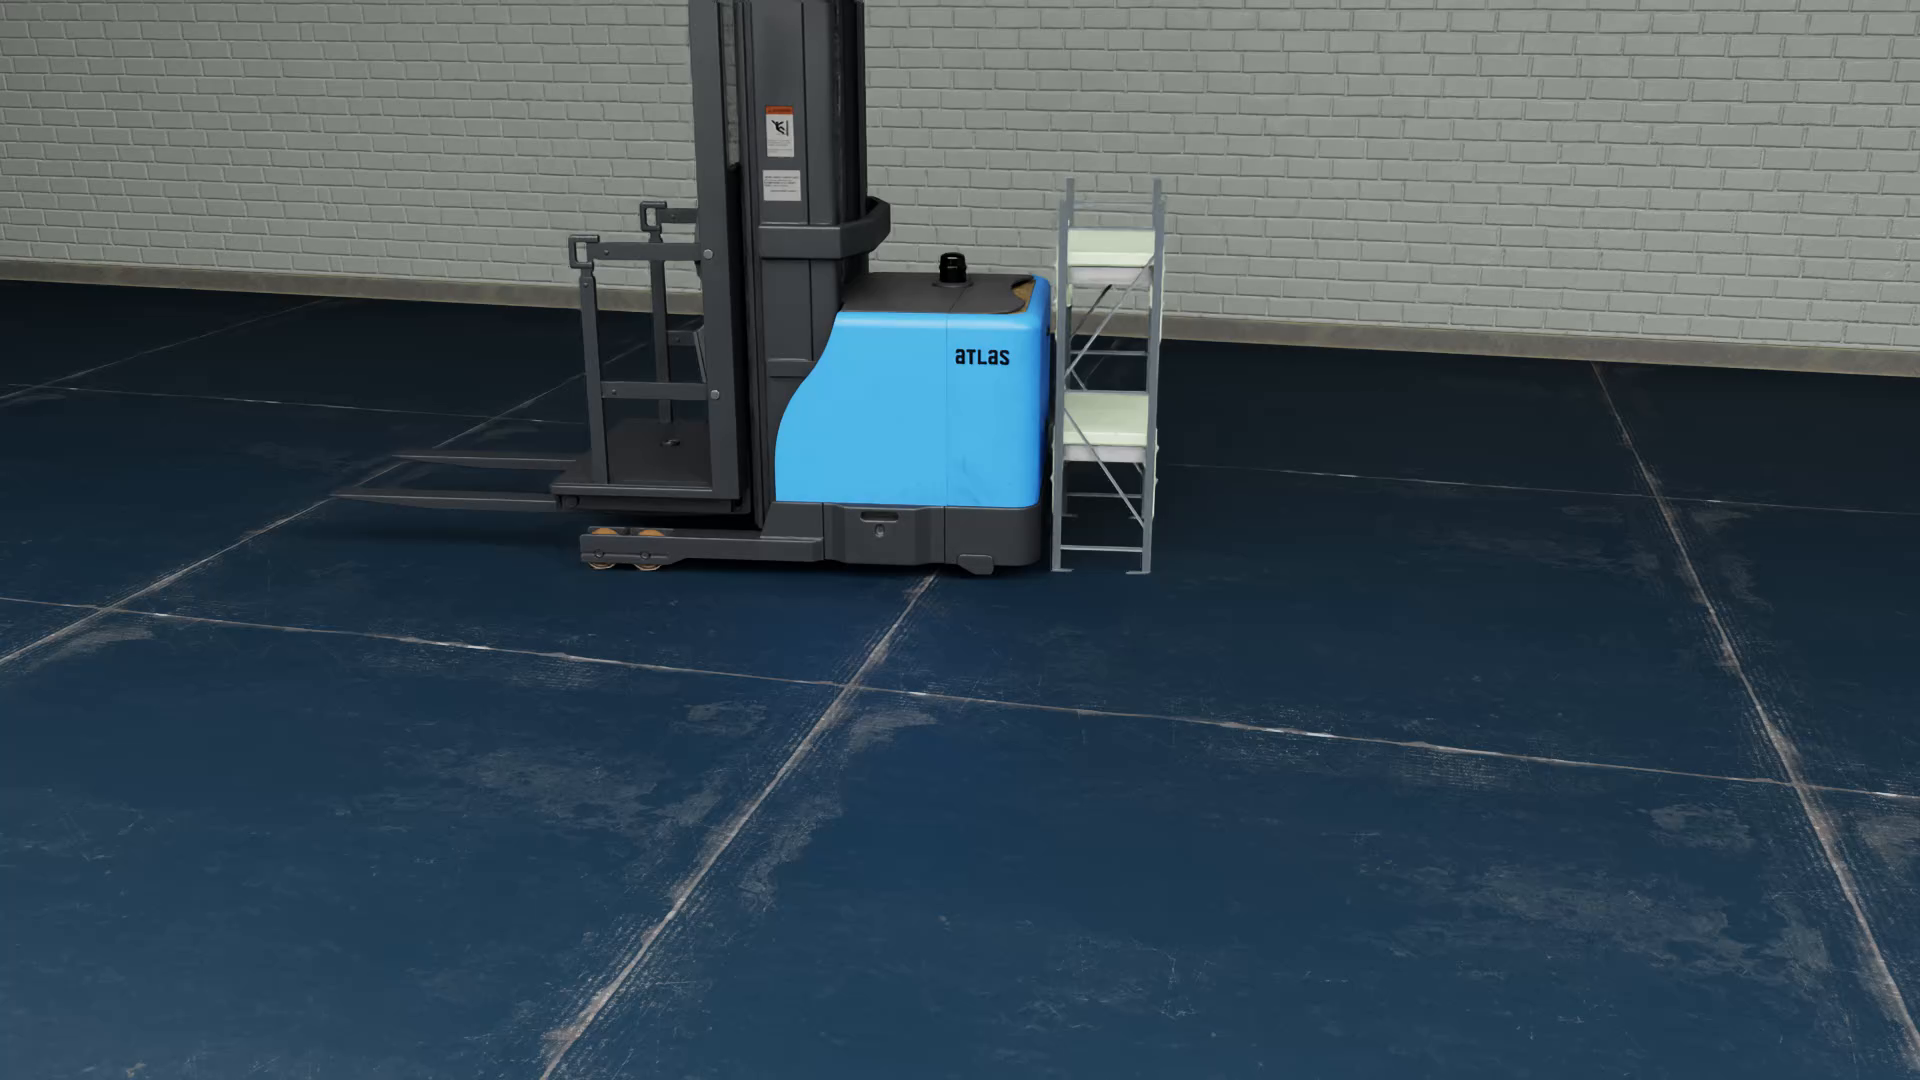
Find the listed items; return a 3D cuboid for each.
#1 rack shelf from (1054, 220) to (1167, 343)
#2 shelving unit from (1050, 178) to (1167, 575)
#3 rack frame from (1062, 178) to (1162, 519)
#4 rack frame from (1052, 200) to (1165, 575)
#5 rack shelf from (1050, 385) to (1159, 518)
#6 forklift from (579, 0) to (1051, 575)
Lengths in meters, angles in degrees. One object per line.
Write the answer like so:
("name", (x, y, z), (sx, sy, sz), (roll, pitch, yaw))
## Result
("rack shelf", (0.613, -1.064, 6.774), (0.431, 0.370, 0.720), (2, 19, 5))
("shelving unit", (0.613, -0.695, 6.900), (0.431, 1.500, 0.755), (2, 19, 5))
("rack frame", (0.648, -0.812, 7.245), (0.400, 1.500, 0.023), (2, 19, 5))
("rack frame", (0.577, -0.577, 6.555), (0.400, 1.500, 0.023), (2, 19, 5))
("rack shelf", (0.612, -0.386, 7.005), (0.431, 0.370, 0.720), (2, 19, 5))
("forklift", (-1.140, -1.427, 6.831), (3.031, 2.935, 1.130), (2, 19, 5))
